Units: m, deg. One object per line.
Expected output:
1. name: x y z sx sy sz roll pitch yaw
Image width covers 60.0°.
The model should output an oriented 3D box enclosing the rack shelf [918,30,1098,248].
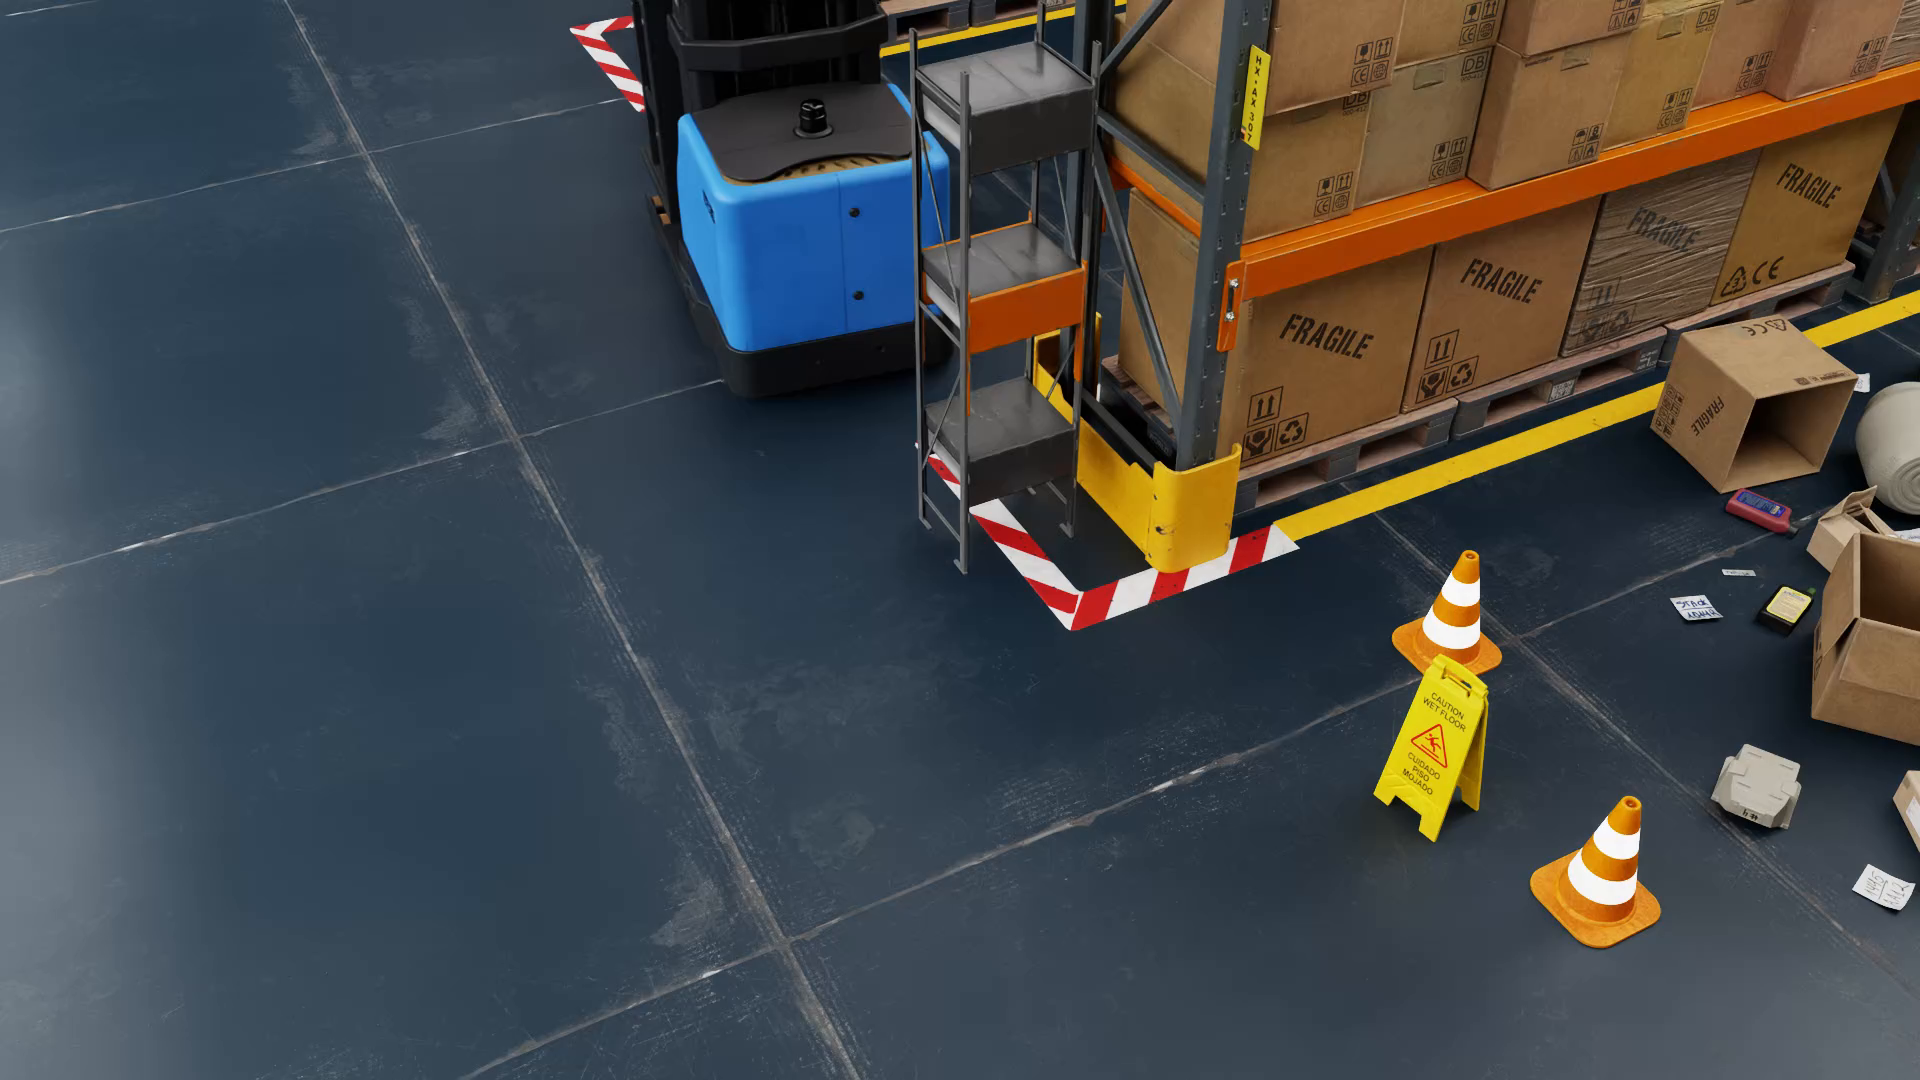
1. rack shelf: 0.147 -1.375 5.687 0.480 0.518 0.431 -19 44 -21

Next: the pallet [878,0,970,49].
1. pallet: -0.692 -3.443 10.654 1.213 0.211 1.003 -19 44 -21

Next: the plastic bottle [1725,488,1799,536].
1. plastic bottle: 3.313 -0.110 6.832 0.283 0.061 0.133 31 49 31

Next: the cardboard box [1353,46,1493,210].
1. cardboard box: 1.491 -1.761 6.393 0.550 0.550 0.875 -19 44 -21

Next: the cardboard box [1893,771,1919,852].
1. cardboard box: 3.310 0.956 5.506 0.250 0.149 0.380 2 40 2

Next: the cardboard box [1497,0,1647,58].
1. cardboard box: 2.057 -2.255 6.140 0.550 0.550 0.875 -19 44 -21

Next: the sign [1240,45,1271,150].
1. sign: 0.956 -1.431 5.388 0.005 0.325 0.100 -19 44 -21

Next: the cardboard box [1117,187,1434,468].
1. cardboard box: 1.276 -0.980 6.905 0.875 0.875 0.875 -18 44 -20

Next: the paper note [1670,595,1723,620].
1. paper note: 2.843 0.261 6.419 0.142 0.017 0.144 -5 40 -6

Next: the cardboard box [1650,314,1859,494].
1. cardboard box: 3.350 -0.580 7.046 0.500 0.500 0.500 -12 42 -13

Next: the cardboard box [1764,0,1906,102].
1. cardboard box: 3.454 -2.347 7.085 0.550 0.550 0.875 -19 44 -21

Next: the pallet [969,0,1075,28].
1. pallet: 0.388 -3.805 11.081 1.213 0.211 1.003 -19 44 -21

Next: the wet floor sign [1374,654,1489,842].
1. wet floor sign: 1.594 0.652 5.481 0.232 0.644 0.267 -26 47 -28

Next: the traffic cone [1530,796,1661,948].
1. traffic cone: 2.052 0.982 5.232 0.334 0.463 0.336 -19 44 -21

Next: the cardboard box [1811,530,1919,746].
1. cardboard box: 3.470 0.394 5.895 0.797 0.503 0.637 15 42 17

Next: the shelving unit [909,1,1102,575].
1. shelving unit: 0.147 -0.851 6.130 0.503 2.100 0.431 -19 44 -21

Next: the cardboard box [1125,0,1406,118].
1. cardboard box: 1.052 -1.948 5.778 0.550 0.550 0.875 -19 44 -21

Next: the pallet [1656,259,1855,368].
1. pallet: 3.542 -1.338 8.167 1.213 0.211 1.003 -19 44 -21

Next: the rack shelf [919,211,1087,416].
1. rack shelf: 0.147 -0.840 6.139 0.480 0.518 0.431 -19 44 -21

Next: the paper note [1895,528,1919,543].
1. paper note: 3.894 0.006 6.725 0.155 0.023 0.172 -5 40 -6

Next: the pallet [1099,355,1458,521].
1. pallet: 1.378 -0.609 7.307 1.213 0.211 1.003 -19 44 -21

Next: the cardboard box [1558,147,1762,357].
1. cardboard box: 2.865 -1.515 7.537 0.875 0.875 0.875 -18 44 -20

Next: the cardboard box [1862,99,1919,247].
1. cardboard box: 4.762 -2.123 8.352 0.750 0.750 1.050 -19 44 -21

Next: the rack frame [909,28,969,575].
1. rack frame: -0.070 -0.778 6.044 0.015 2.100 0.400 -19 44 -21

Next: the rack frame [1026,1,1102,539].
1. rack frame: 0.363 -0.924 6.216 0.015 2.100 0.400 -19 44 -21

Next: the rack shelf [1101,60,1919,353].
1. rack shelf: 2.479 -1.713 7.008 4.000 0.370 1.077 -19 44 -21

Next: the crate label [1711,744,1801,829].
1. crate label: 2.721 0.836 5.656 0.250 0.136 0.298 22 45 24

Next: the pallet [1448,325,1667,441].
1. pallet: 2.459 -0.971 7.734 1.213 0.211 1.003 -19 44 -21

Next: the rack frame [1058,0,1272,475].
1. rack frame: 0.705 -1.390 6.071 0.127 3.000 1.000 -19 44 -21

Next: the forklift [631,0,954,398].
1. forklift: -0.992 -2.708 7.681 1.130 2.935 3.031 -13 42 -15

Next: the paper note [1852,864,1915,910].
1. paper note: 3.000 1.126 5.396 0.148 0.019 0.142 31 49 31

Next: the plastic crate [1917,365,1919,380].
1. plastic crate: 4.704 -0.730 7.423 0.662 0.188 0.450 2 30 2

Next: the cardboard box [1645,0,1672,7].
1. cardboard box: 2.467 -2.487 6.415 0.500 0.550 0.875 -19 44 -21

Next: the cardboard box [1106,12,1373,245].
1. cardboard box: 1.013 -1.584 6.184 0.550 0.550 0.875 -19 44 -21

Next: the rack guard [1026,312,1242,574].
1. rack guard: 0.684 -0.429 6.870 0.348 0.500 1.175 -19 44 -21

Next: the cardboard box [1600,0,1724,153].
1. cardboard box: 2.497 -2.038 6.720 0.500 0.550 0.875 -19 44 -21

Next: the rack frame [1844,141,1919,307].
1. rack frame: 4.253 -2.584 7.481 0.127 3.000 1.000 -19 44 -21

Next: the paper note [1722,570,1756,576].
1. paper note: 3.086 0.130 6.589 0.123 0.001 0.032 2 40 2

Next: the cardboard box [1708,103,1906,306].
1. cardboard box: 3.663 -1.786 7.858 0.875 0.875 0.875 -18 43 -20

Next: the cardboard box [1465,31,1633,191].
1. cardboard box: 2.046 -1.856 6.505 0.550 0.550 0.875 -19 44 -21

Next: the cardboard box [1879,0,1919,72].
1. cardboard box: 3.931 -2.524 7.294 0.550 0.550 0.875 -19 44 -21

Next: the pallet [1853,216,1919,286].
1. pallet: 4.902 -1.793 8.705 1.213 0.211 1.003 -19 44 -21

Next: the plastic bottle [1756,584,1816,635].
1. plastic bottle: 3.192 0.251 6.407 0.133 0.061 0.283 31 49 31

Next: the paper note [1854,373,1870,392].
1. paper note: 4.075 -0.732 7.590 0.147 0.020 0.142 15 42 17

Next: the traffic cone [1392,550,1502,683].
1. traffic cone: 1.832 0.233 6.116 0.334 0.463 0.336 -19 44 -21

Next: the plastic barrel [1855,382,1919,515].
1. plastic barrel: 3.955 -0.383 6.875 0.421 0.421 0.512 8 41 10

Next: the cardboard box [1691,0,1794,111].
1. cardboard box: 2.920 -2.254 6.975 0.550 0.550 0.875 -19 44 -21

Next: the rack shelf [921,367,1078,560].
1. rack shelf: 0.147 -0.306 6.591 0.480 0.518 0.431 -19 44 -21

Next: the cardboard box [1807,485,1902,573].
1. cardboard box: 3.579 0.028 6.512 0.258 0.266 0.396 -12 42 -13

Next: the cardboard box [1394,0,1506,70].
1. cardboard box: 1.497 -2.165 6.034 0.550 0.550 0.875 -19 44 -21

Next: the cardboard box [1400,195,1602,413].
1. cardboard box: 2.055 -1.244 7.217 0.875 0.875 0.875 -19 44 -21
